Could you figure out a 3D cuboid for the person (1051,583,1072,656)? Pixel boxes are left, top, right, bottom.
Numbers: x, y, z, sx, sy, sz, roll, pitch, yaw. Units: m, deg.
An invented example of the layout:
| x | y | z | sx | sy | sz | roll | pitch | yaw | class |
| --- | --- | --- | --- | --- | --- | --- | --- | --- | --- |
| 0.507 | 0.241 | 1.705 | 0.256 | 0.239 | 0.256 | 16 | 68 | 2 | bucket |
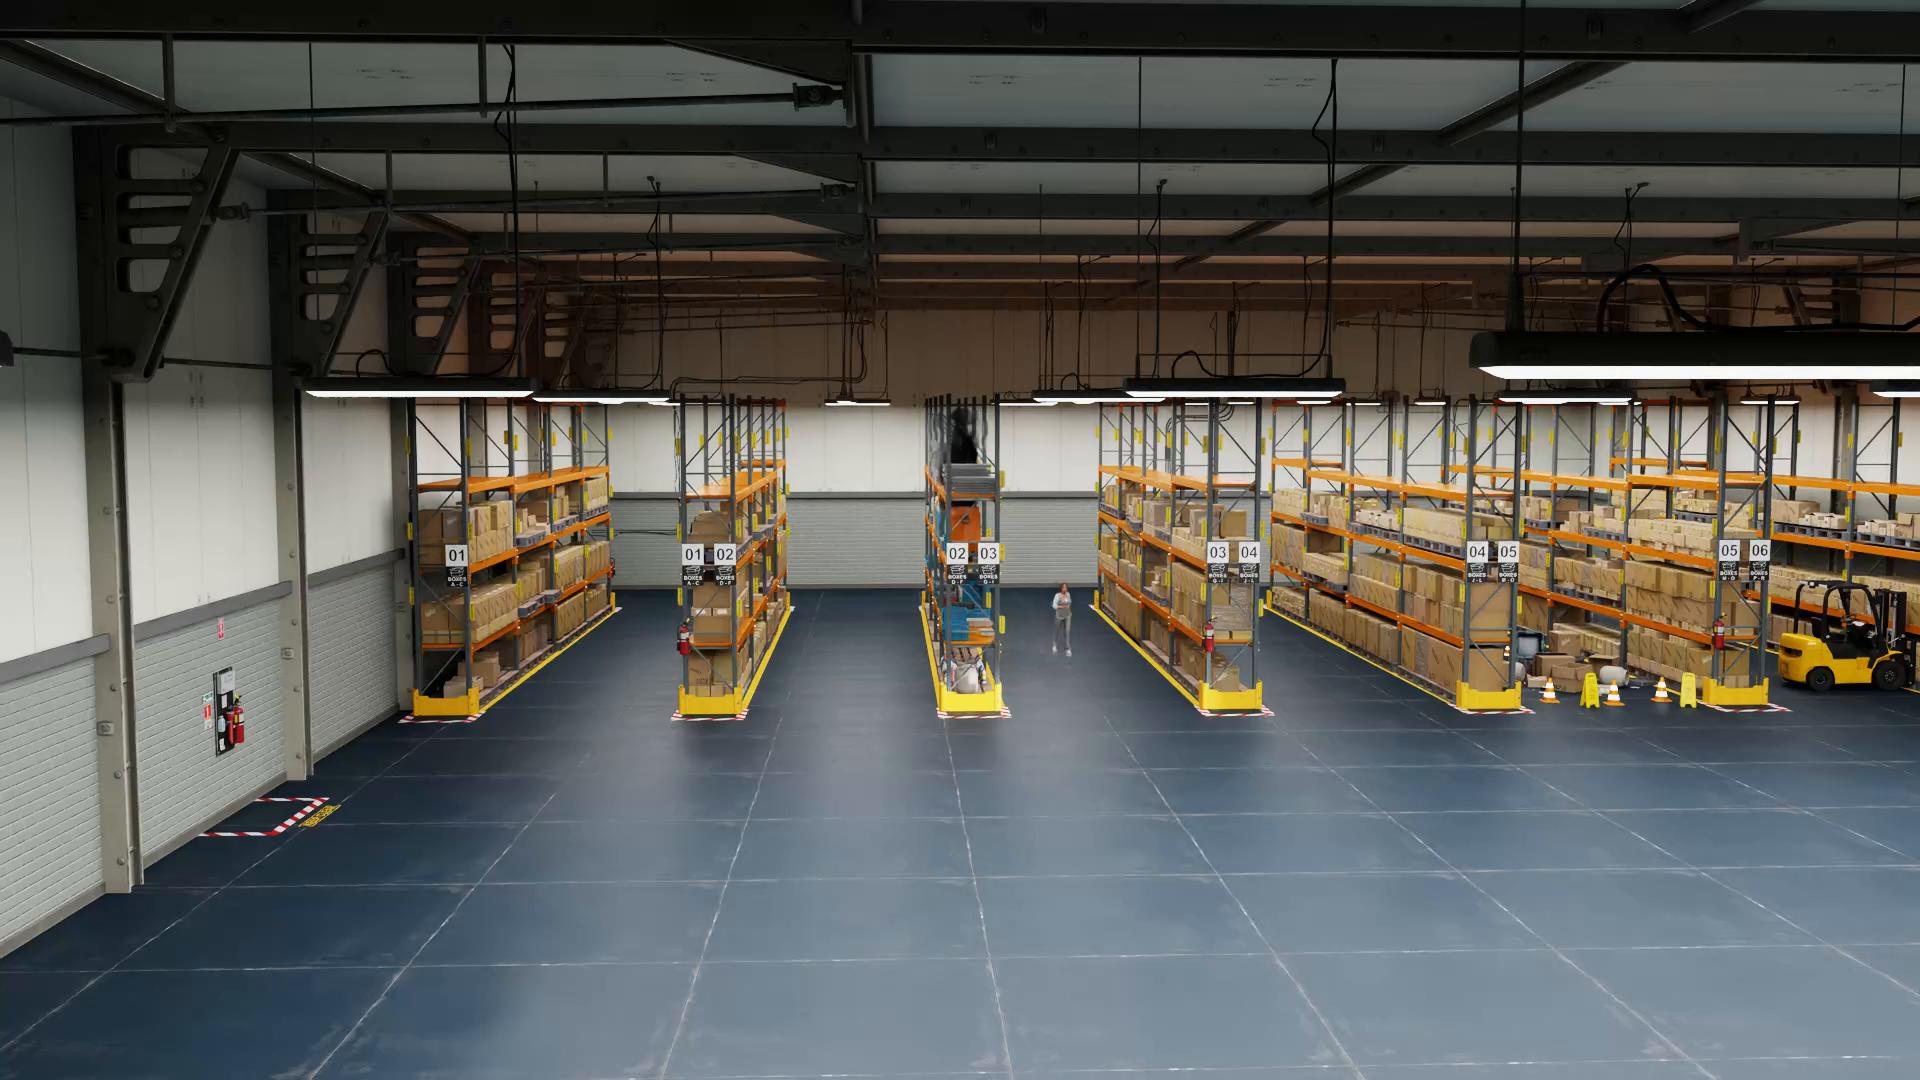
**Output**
| x | y | z | sx | sy | sz | roll | pitch | yaw | class |
| --- | --- | --- | --- | --- | --- | --- | --- | --- | --- |
| 2.259 | 1.739 | 36.726 | 0.534 | 1.618 | 0.838 | -2 | 5 | -22 | person |
